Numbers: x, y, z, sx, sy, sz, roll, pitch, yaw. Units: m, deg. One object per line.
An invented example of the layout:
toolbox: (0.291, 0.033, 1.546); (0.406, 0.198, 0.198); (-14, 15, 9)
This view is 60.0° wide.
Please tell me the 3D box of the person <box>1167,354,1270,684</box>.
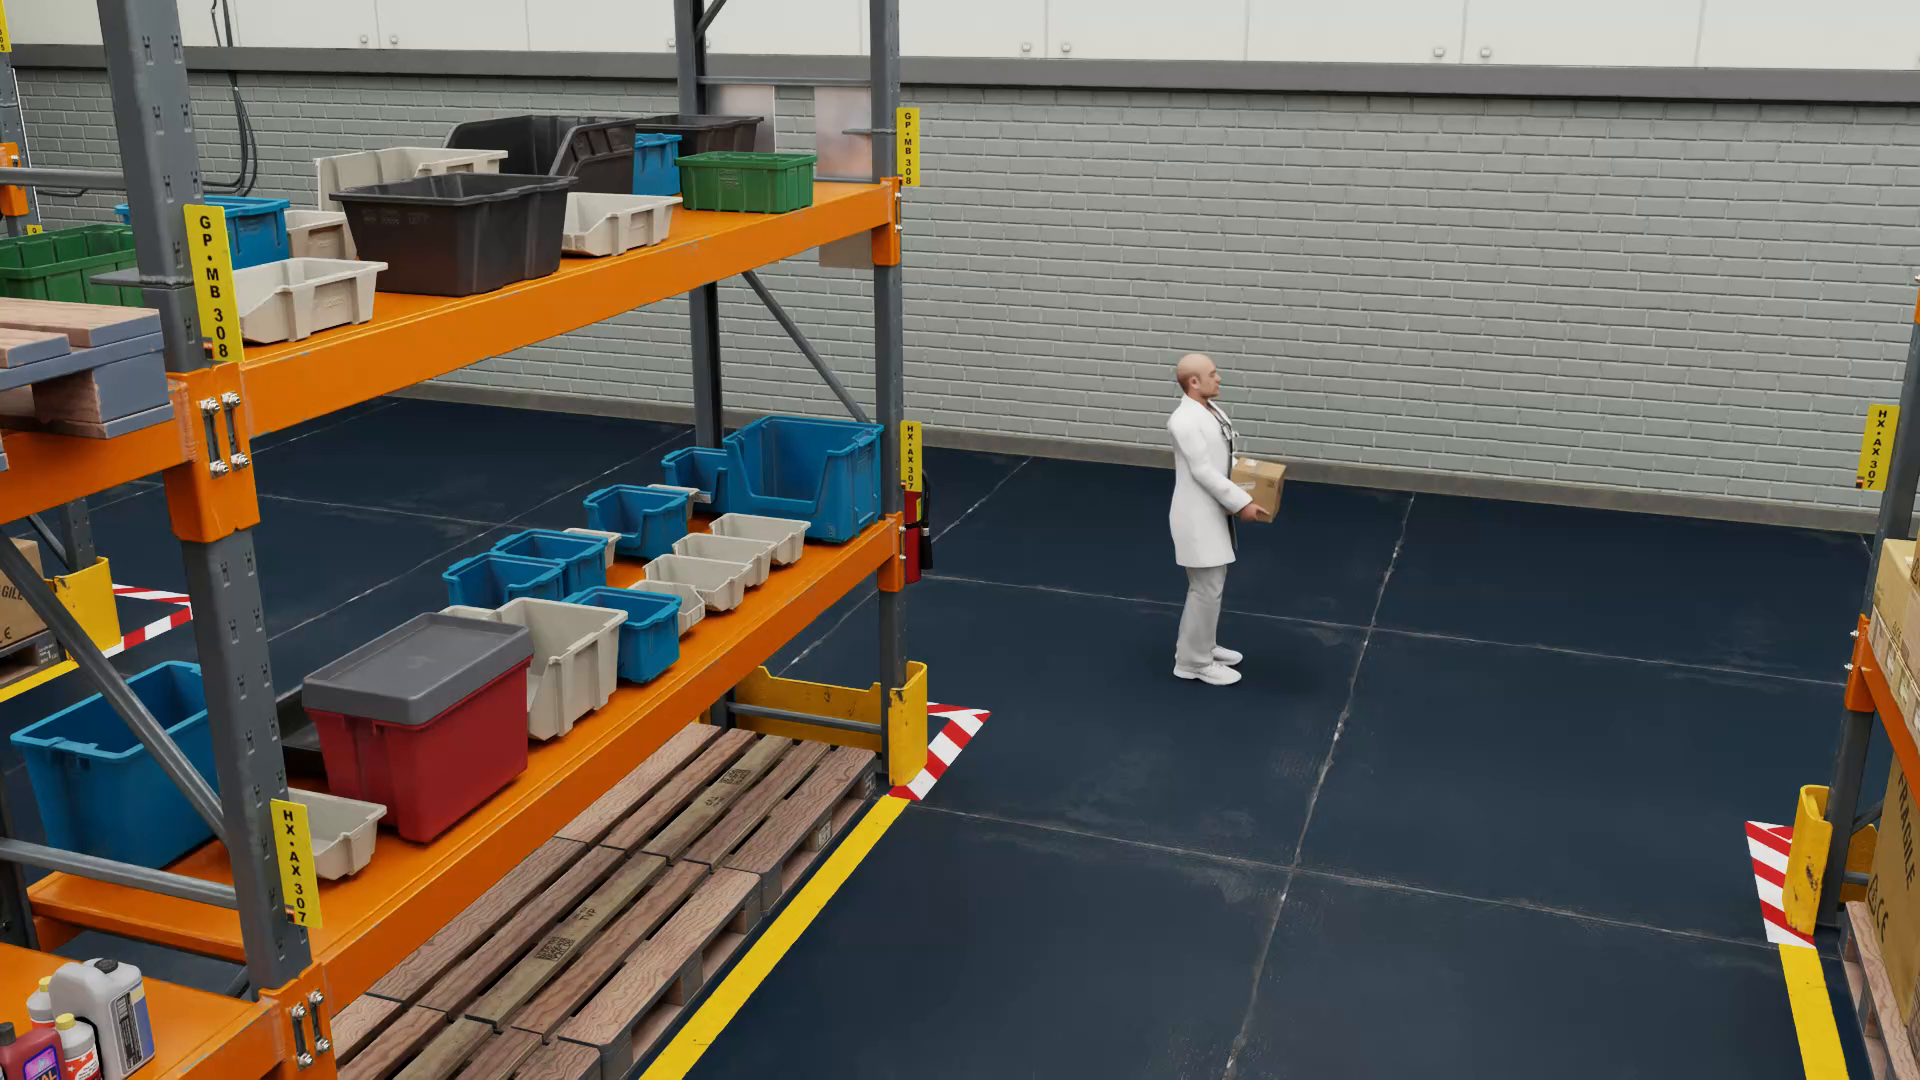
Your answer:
person: (1.401, -0.115, 8.936); (0.562, 1.769, 0.527); (6, 19, 18)
